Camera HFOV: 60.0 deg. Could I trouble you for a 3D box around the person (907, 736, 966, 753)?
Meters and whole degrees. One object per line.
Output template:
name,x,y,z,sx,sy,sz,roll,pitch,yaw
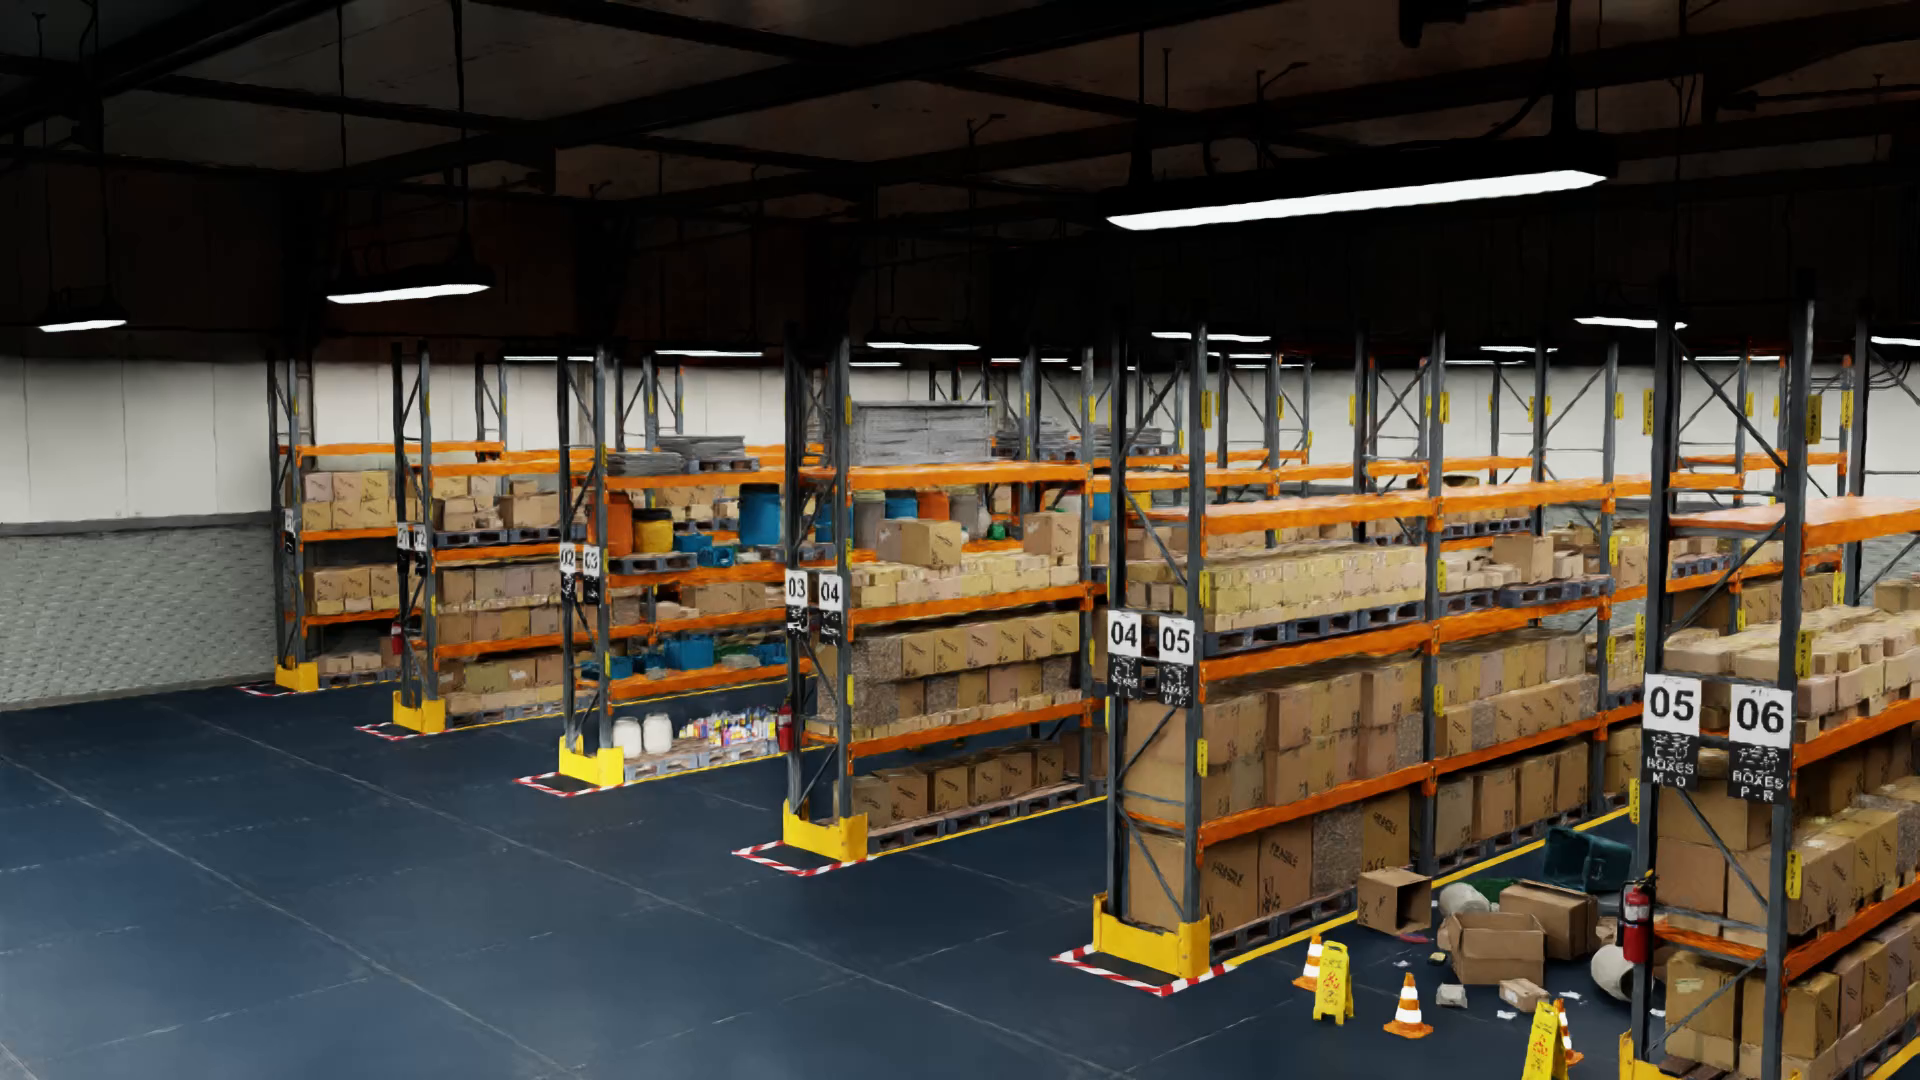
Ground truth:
person,-0.316,2.214,24.103,1.044,1.736,0.567,-5,7,-44
